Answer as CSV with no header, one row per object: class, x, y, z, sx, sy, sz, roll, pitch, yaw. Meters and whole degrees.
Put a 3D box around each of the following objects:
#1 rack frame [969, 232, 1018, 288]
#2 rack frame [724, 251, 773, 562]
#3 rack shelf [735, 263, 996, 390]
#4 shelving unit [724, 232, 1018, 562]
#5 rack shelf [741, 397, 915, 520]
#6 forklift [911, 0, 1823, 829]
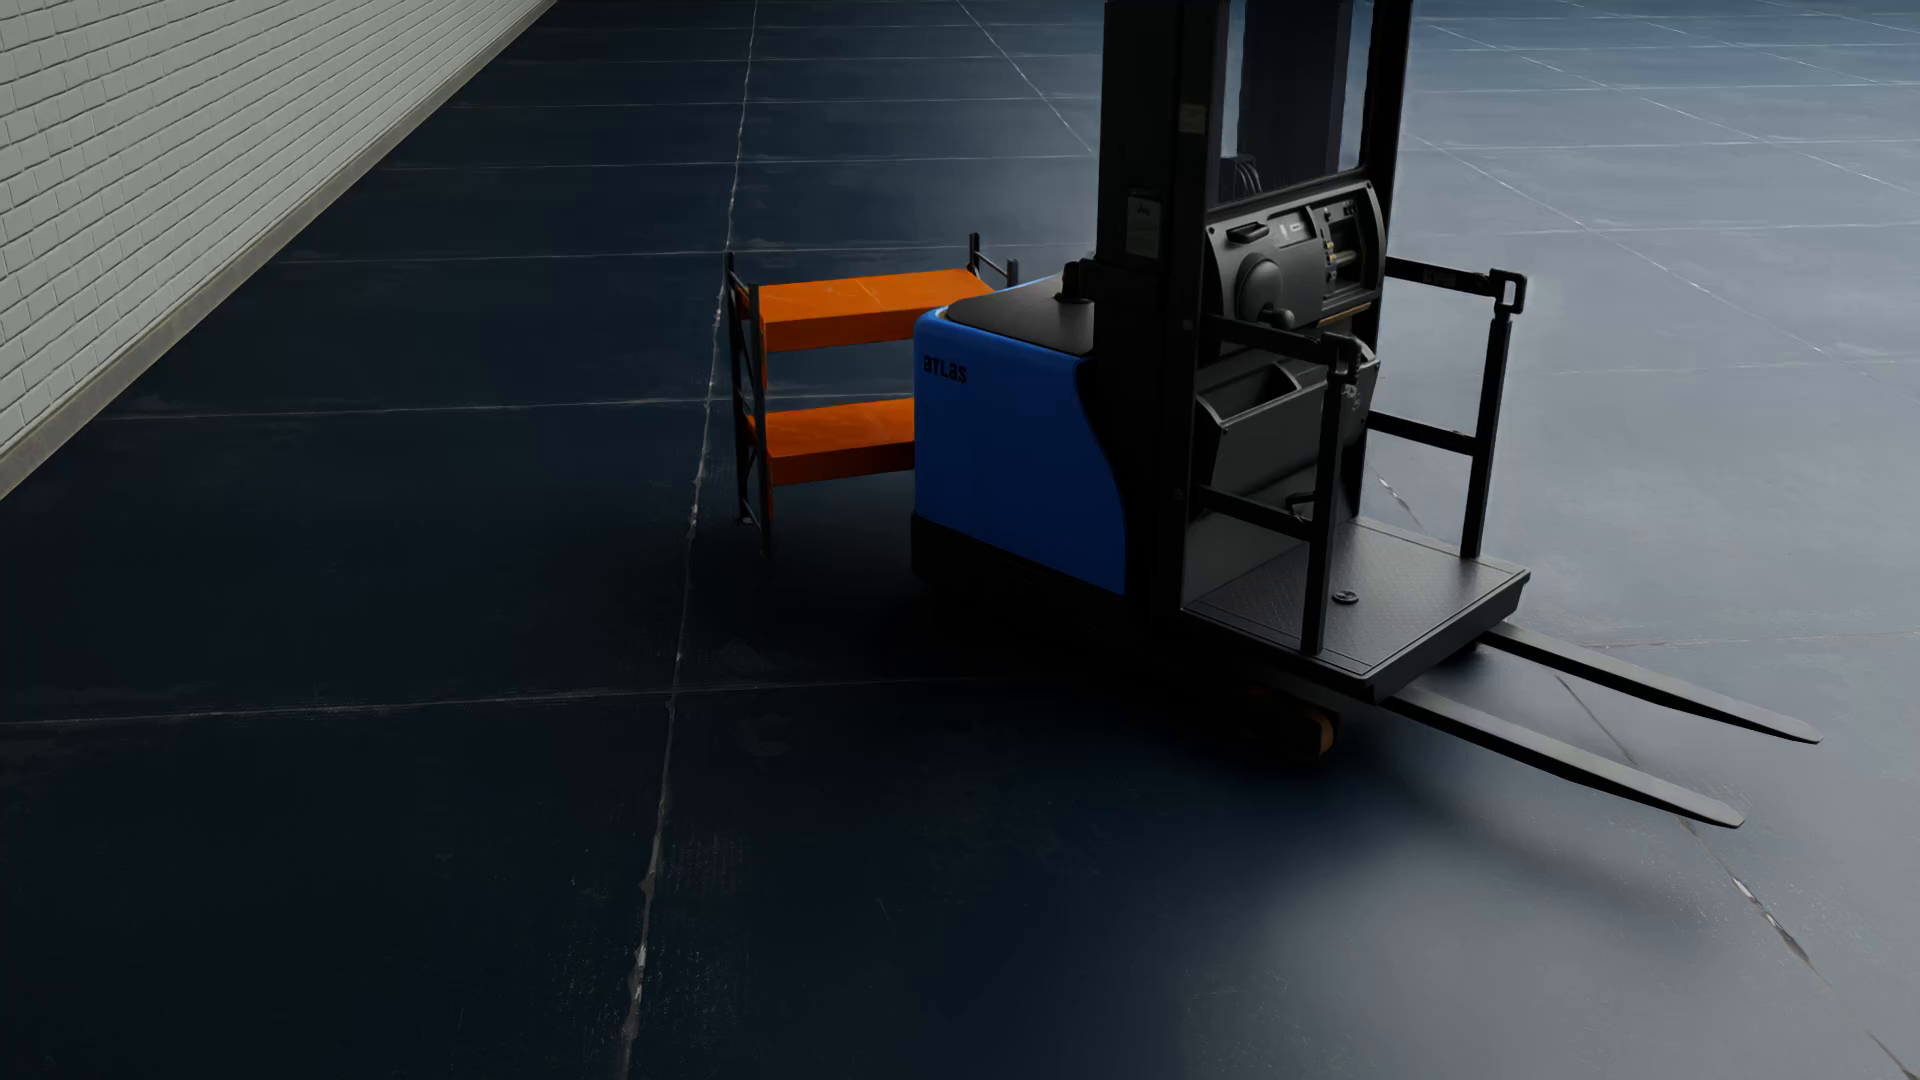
rack frame,0.132,-0.654,6.836,0.032,1.125,0.500,-8,25,-17
rack frame,-0.833,-0.523,6.543,0.032,1.125,0.500,-8,25,-17
rack shelf,-0.351,-0.856,6.571,1.000,0.278,0.538,-8,25,-17
shelving unit,-0.351,-0.589,6.689,1.048,1.125,0.538,-8,25,-17
rack shelf,-0.351,-0.365,6.789,1.000,0.278,0.538,-8,25,-17
forklift,1.227,-0.888,5.139,3.031,2.935,1.130,21,32,39
